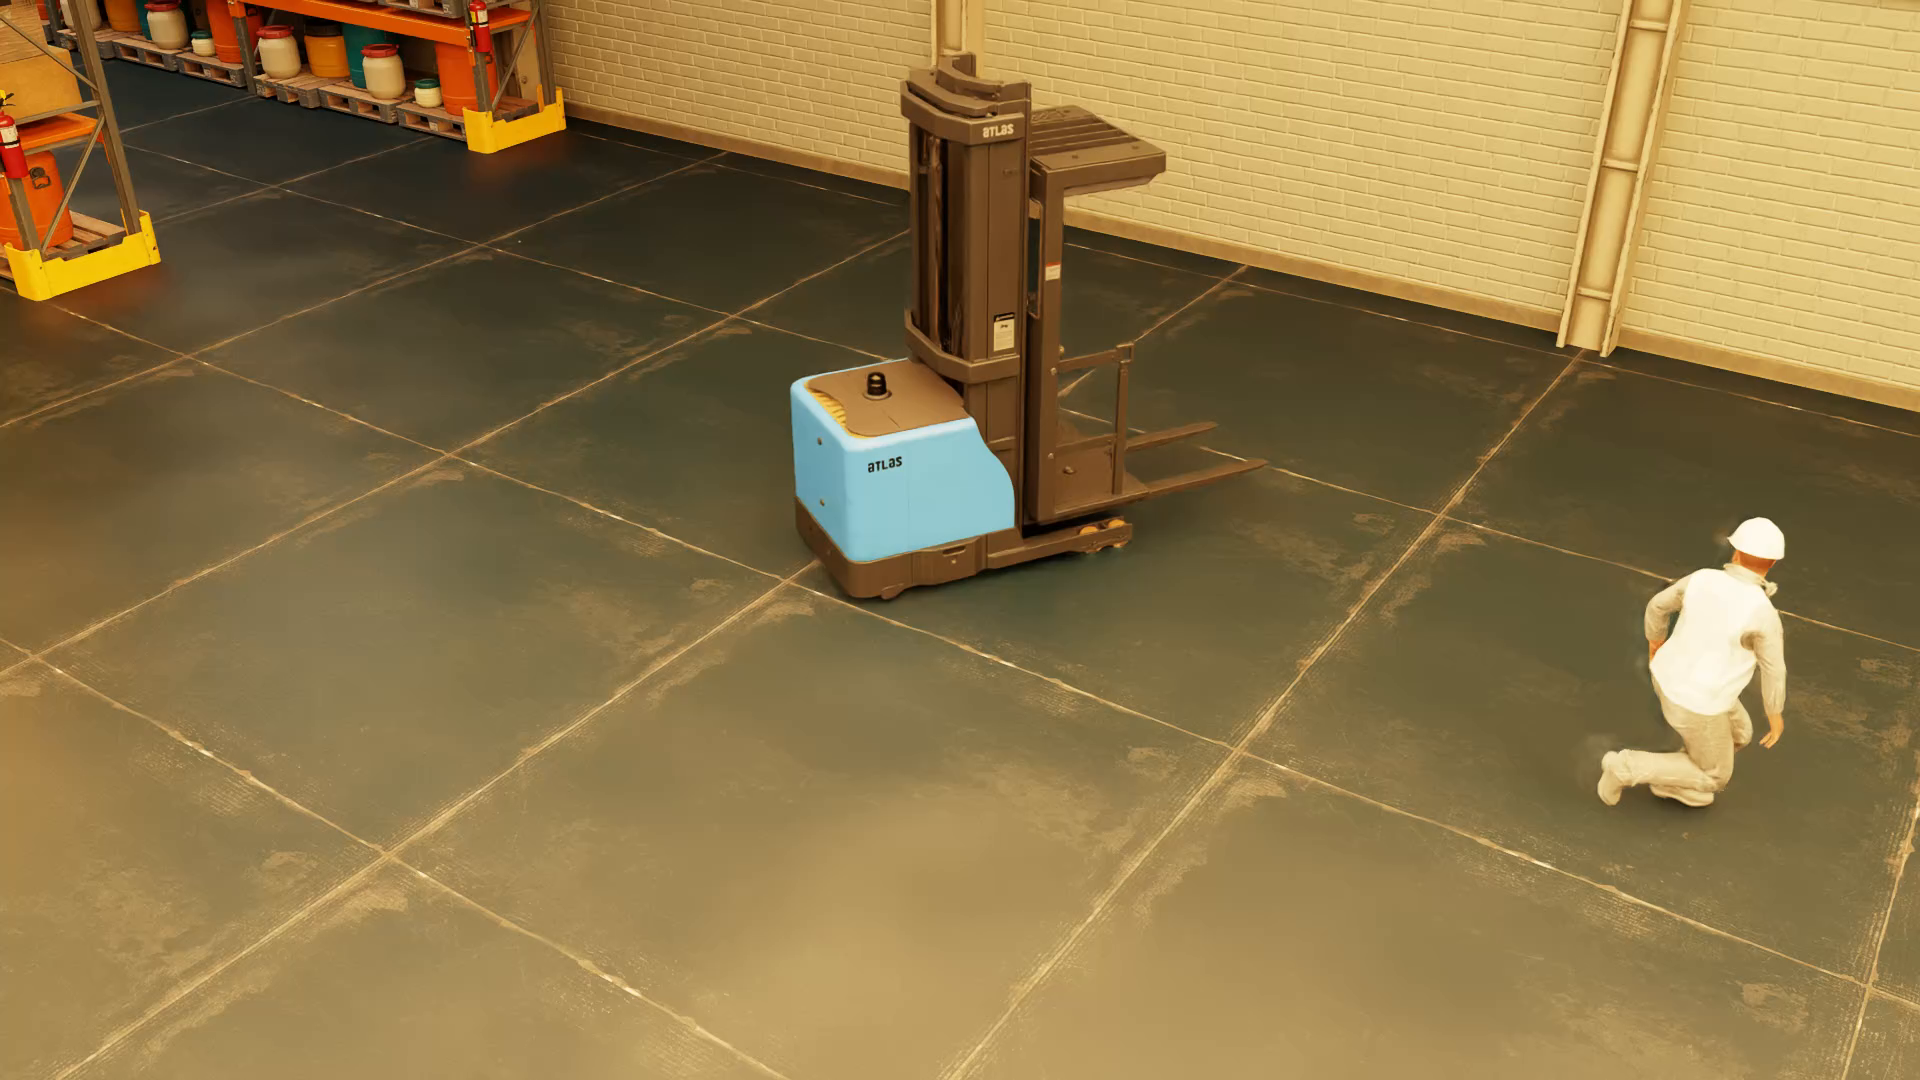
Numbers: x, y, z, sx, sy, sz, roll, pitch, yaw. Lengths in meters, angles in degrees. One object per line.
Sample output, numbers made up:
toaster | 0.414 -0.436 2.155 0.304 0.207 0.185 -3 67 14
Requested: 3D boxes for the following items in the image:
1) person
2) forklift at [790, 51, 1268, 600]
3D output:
person | 3.462 0.609 7.842 0.703 1.544 0.688 0 30 0
forklift | 0.518 -1.409 10.007 3.031 2.935 1.130 -13 33 -22
